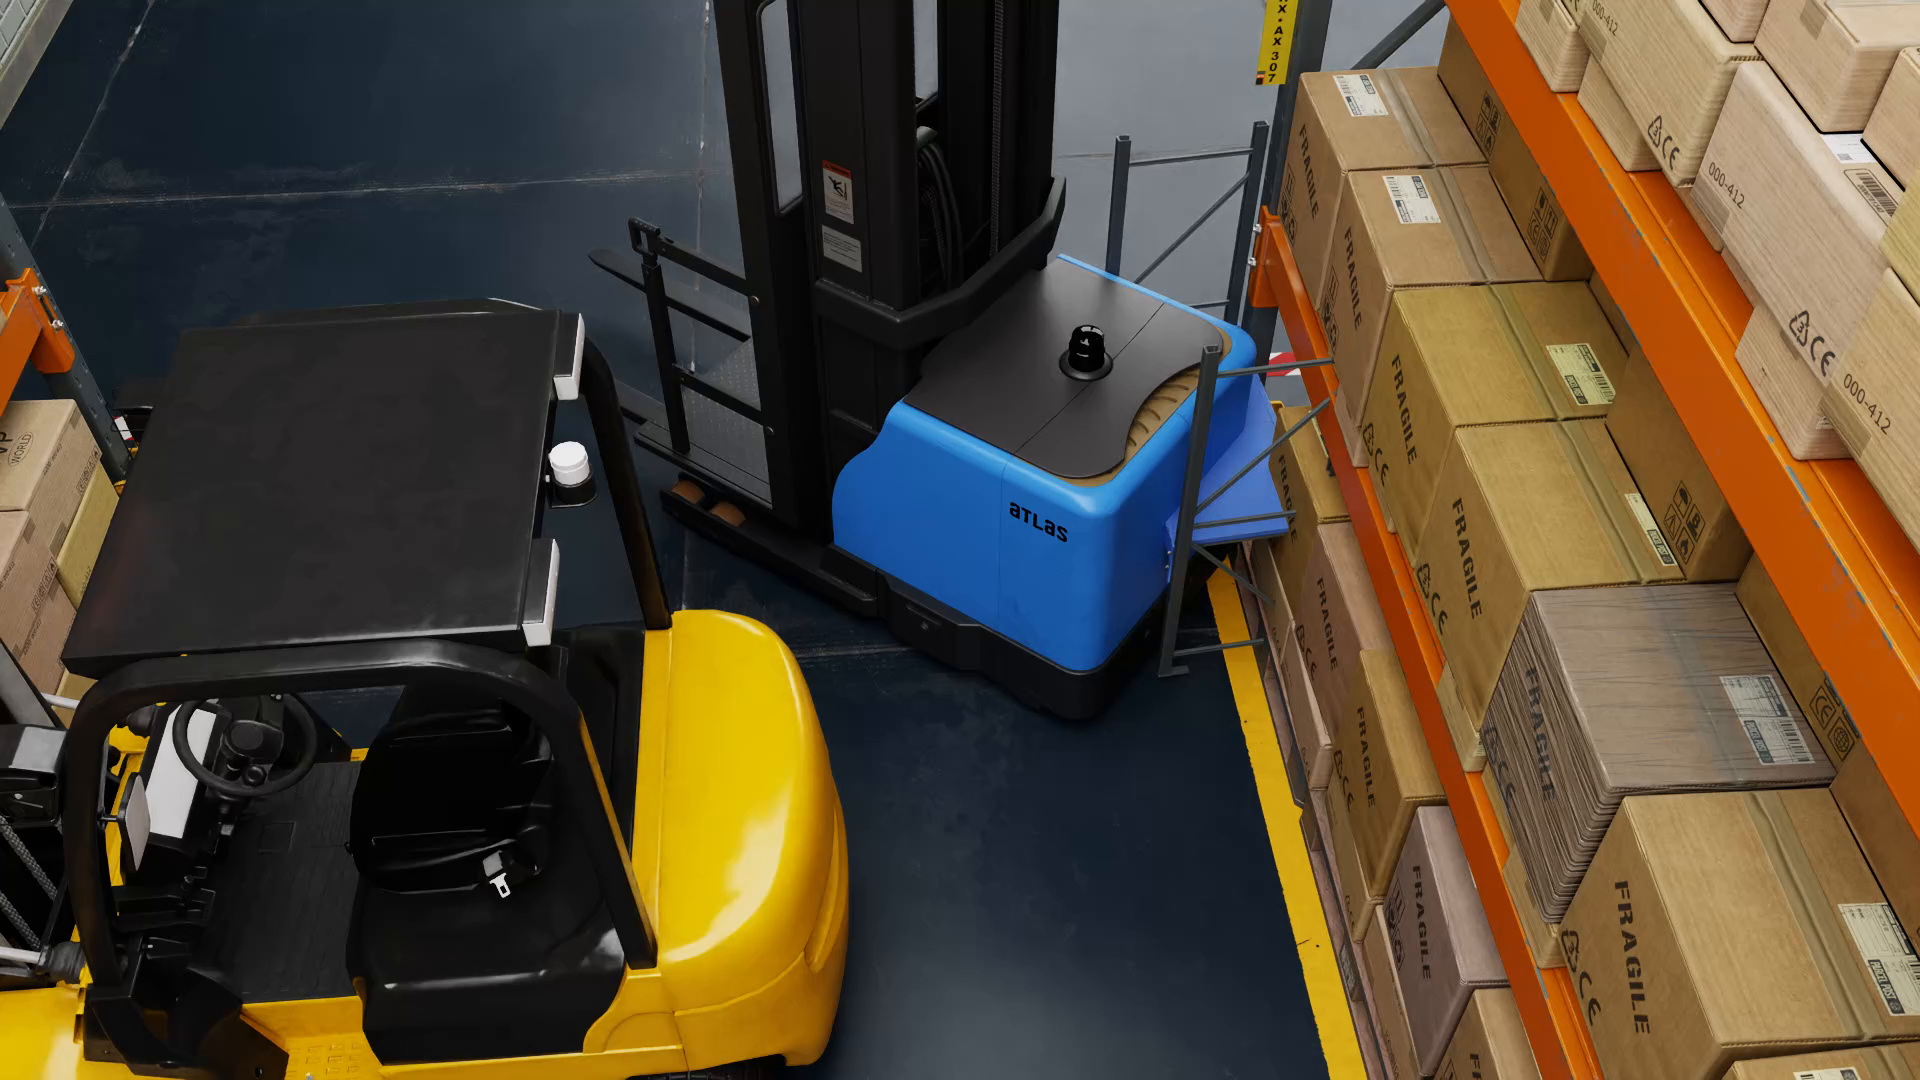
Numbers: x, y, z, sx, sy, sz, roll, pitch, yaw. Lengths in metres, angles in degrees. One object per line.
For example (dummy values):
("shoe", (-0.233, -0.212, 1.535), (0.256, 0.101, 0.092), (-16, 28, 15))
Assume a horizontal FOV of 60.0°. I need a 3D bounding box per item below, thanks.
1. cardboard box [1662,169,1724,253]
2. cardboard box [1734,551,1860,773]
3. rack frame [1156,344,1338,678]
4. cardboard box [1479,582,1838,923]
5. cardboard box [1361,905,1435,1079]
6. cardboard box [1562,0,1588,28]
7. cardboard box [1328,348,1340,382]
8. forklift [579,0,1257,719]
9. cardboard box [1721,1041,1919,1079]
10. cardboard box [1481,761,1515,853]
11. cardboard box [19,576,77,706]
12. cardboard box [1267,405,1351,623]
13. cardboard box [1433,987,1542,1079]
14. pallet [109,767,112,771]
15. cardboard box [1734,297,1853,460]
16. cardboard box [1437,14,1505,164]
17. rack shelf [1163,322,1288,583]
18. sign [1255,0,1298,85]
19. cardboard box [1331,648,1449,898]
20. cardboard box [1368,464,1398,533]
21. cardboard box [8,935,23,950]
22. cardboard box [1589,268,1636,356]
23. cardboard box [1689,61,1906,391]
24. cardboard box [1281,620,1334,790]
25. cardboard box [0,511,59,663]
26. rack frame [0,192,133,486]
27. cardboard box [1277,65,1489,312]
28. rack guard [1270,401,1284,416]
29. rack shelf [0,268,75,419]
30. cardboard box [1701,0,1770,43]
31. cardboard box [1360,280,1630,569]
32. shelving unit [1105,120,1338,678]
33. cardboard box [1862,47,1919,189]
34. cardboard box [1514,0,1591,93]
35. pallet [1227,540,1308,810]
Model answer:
("cardboard box", (1.474, -0.644, 2.901), (0.380, 0.149, 0.250), (-4, 47, -4))
("cardboard box", (1.982, 0.088, 3.139), (0.700, 0.500, 0.500), (-4, 47, -4))
("rack frame", (0.928, -0.066, 5.224), (0.500, 1.500, 0.032), (-8, 49, -7))
("cardboard box", (1.456, 0.445, 3.489), (0.500, 0.500, 0.500), (-2, 47, -2))
("cardboard box", (1.429, 1.272, 4.584), (0.500, 0.250, 0.500), (-3, 47, -3))
("cardboard box", (1.381, -1.223, 3.175), (0.500, 0.250, 0.500), (-2, 47, -2))
("cardboard box", (1.303, -0.535, 4.864), (0.380, 0.149, 0.250), (-5, 47, -5))
("forklift", (-0.513, -1.272, 5.436), (3.031, 2.935, 1.130), (27, 52, 23))
("cardboard box", (1.554, 1.192, 2.781), (0.500, 0.500, 0.500), (-5, 47, -4))
("cardboard box", (1.428, 0.586, 3.802), (0.380, 0.149, 0.250), (-4, 47, -4))
("cardboard box", (-3.058, 0.372, 5.092), (0.500, 0.250, 0.500), (-4, 47, -4))
("cardboard box", (1.299, -0.098, 5.365), (0.500, 0.500, 0.500), (-5, 47, -5))
("cardboard box", (1.478, 1.399, 3.947), (0.500, 0.500, 0.500), (-3, 47, -3))
("pallet", (-3.336, 0.555, 5.579), (1.003, 0.211, 1.213), (-3, 47, -3))
("cardboard box", (1.437, -0.265, 2.542), (0.380, 0.149, 0.250), (-2, 47, -2))
("cardboard box", (1.764, -1.383, 4.531), (0.700, 0.500, 0.500), (-5, 47, -4))
("rack shelf", (0.838, -0.321, 5.690), (0.538, 0.185, 1.000), (-8, 49, -7))
("sign", (0.963, -1.523, 5.030), (0.100, 0.325, 0.005), (-3, 47, -3))
("cardboard box", (1.381, 0.644, 4.663), (0.500, 0.500, 0.500), (-3, 47, -3))
("cardboard box", (1.334, -0.164, 4.512), (0.380, 0.149, 0.250), (-2, 47, -2))
("cardboard box", (-2.957, 1.265, 4.591), (0.500, 0.250, 0.500), (-2, 47, -2))
("cardboard box", (1.945, -0.653, 3.840), (0.700, 0.500, 0.500), (-4, 47, -4))
("cardboard box", (1.462, -0.485, 2.476), (0.500, 0.250, 0.500), (-4, 47, -4))
("cardboard box", (1.331, 0.513, 5.303), (0.500, 0.250, 0.500), (-2, 47, -2))
("cardboard box", (-3.044, 0.186, 4.923), (0.500, 0.250, 0.500), (-3, 47, -3))
("rack frame", (-3.442, -0.954, 5.088), (1.000, 3.000, 0.127), (-3, 47, -3))
("cardboard box", (1.267, -1.036, 4.891), (0.500, 0.500, 0.500), (-4, 47, -4))
("rack guard", (1.510, -0.344, 6.232), (1.175, 0.500, 0.348), (-3, 47, -3))
("rack shelf", (-3.274, 0.740, 3.979), (1.077, 0.370, 4.000), (-3, 47, -3))
("cardboard box", (1.370, -0.916, 2.609), (0.380, 0.149, 0.250), (-3, 47, -3))
("cardboard box", (1.358, -0.293, 4.187), (0.500, 0.500, 0.500), (-4, 47, -4))
("shelving unit", (0.838, -0.440, 5.556), (0.538, 1.500, 1.048), (-8, 49, -7))
("cardboard box", (1.492, -0.553, 2.265), (0.380, 0.149, 0.250), (-4, 47, -4))
("cardboard box", (1.320, -1.009, 3.247), (0.380, 0.149, 0.250), (-3, 47, -3))
("pallet", (1.543, 0.345, 5.778), (1.003, 0.211, 1.213), (-3, 47, -3))
